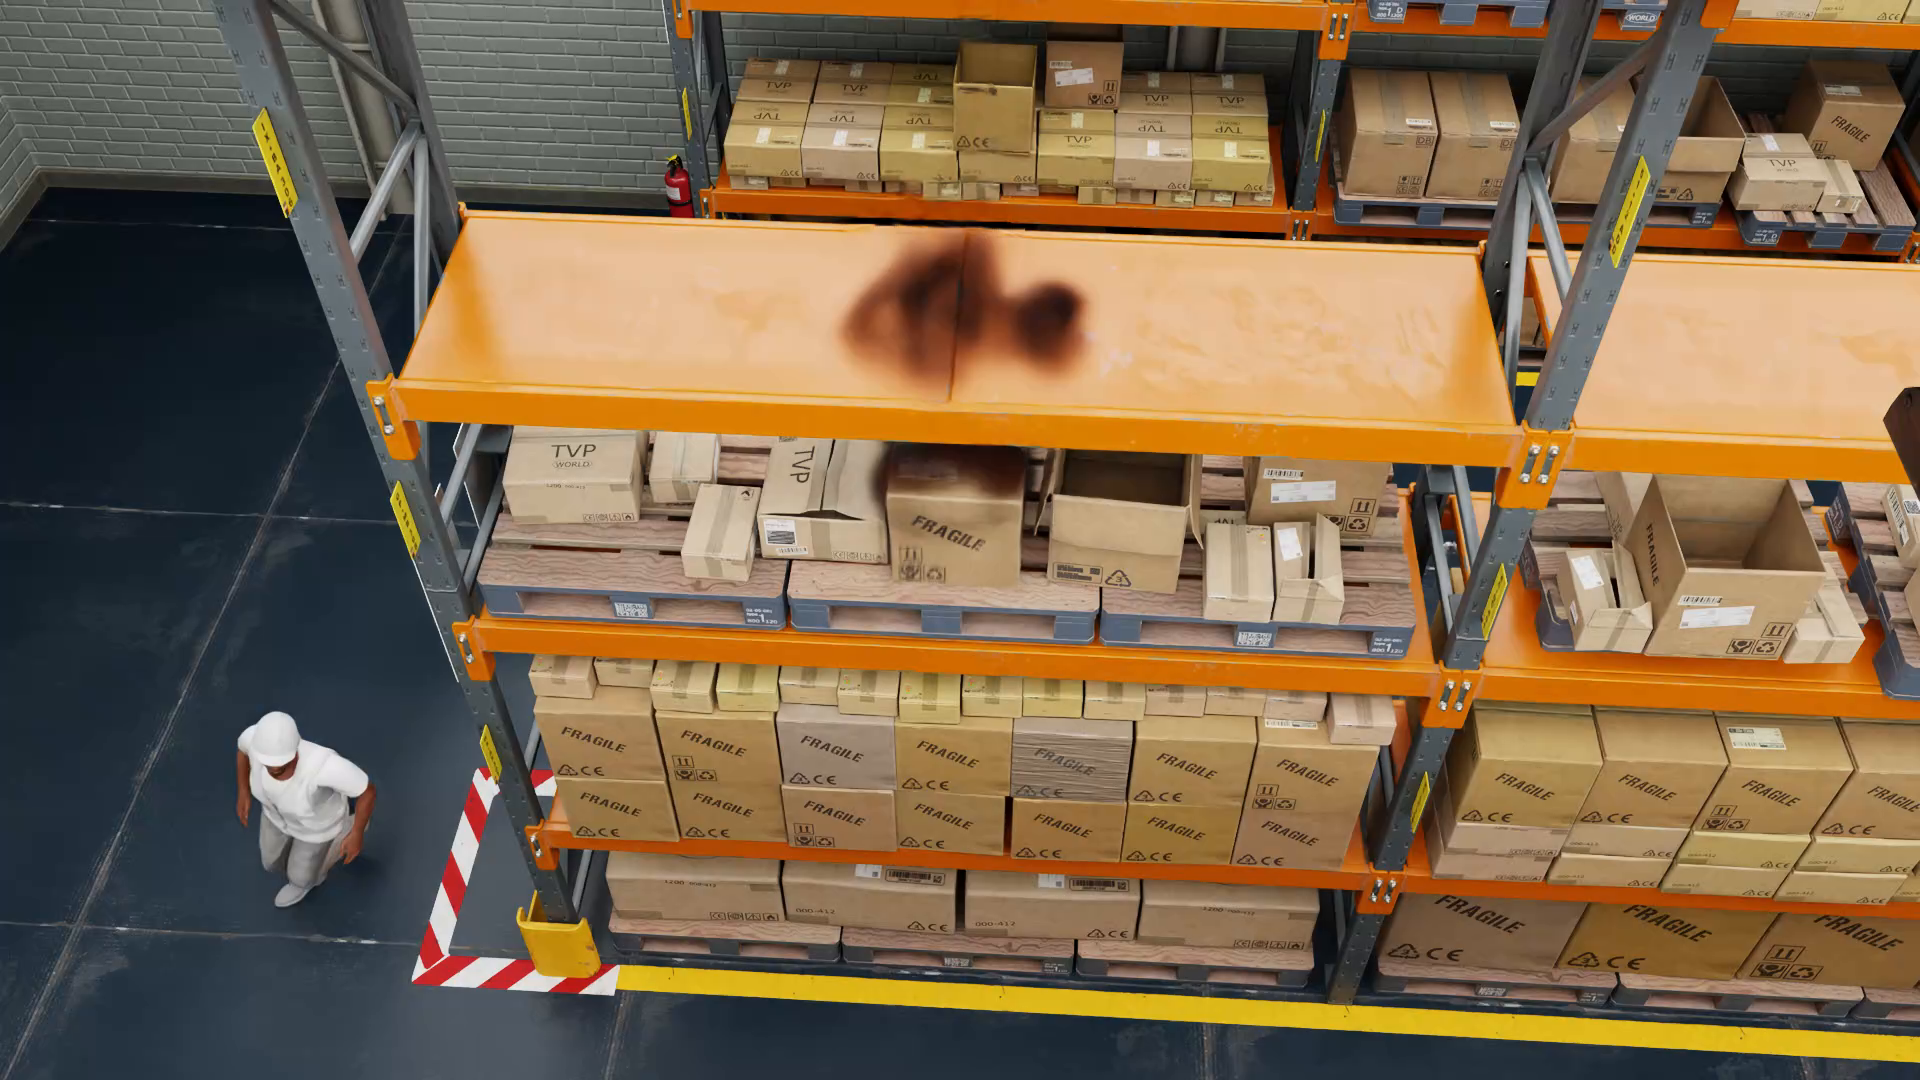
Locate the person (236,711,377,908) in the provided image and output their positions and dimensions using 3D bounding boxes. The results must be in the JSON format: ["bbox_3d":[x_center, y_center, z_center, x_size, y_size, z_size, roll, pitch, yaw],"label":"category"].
[{"bbox_3d":[-3.261,1.339,8.414,0.759,1.666,0.562,18,50,16],"label":"person"}]

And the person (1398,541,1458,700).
[{"bbox_3d":[2.934,0.335,9.287,0.704,1.740,0.596,0,48,0],"label":"person"}]
